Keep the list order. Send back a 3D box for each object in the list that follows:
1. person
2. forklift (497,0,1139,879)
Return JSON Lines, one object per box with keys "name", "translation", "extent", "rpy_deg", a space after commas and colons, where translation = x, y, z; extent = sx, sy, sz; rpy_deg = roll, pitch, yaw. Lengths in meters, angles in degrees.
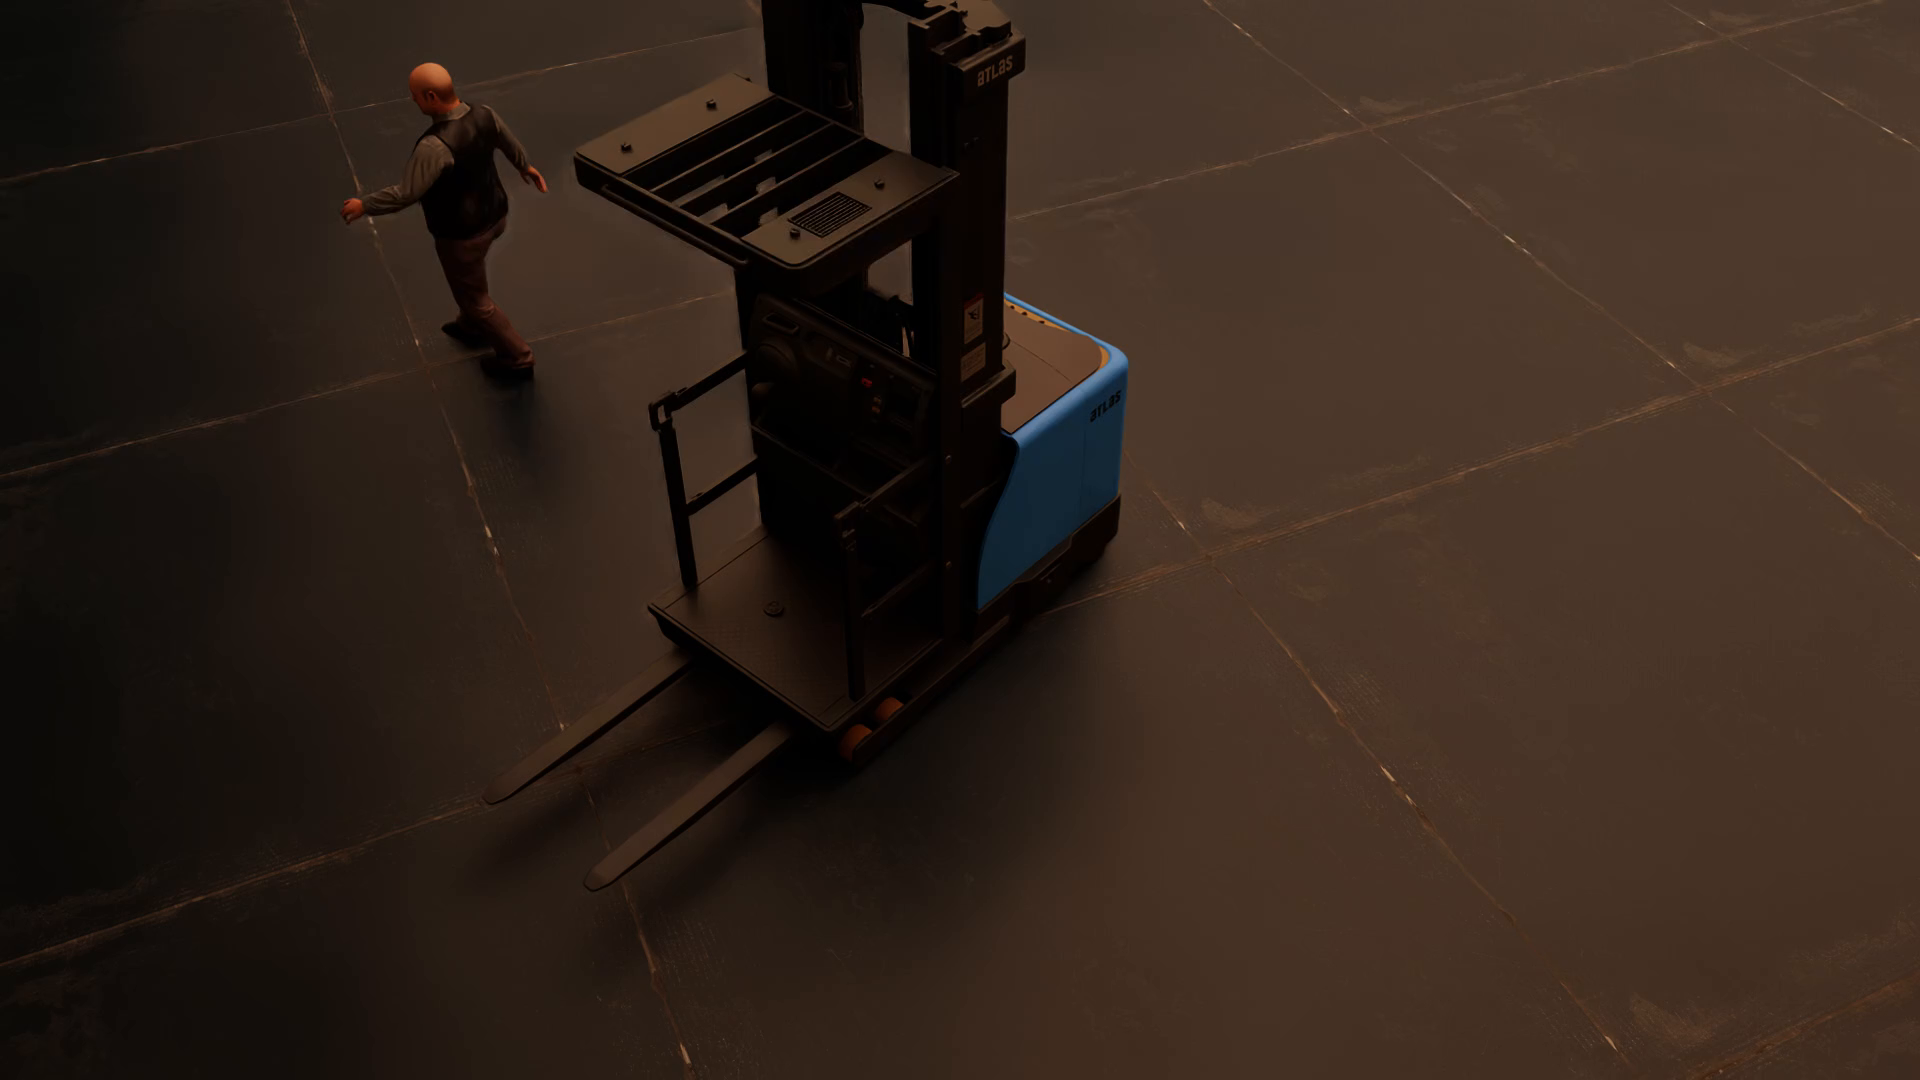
{"name": "person", "translation": [-2.542, -1.639, 8.355], "extent": [0.756, 1.701, 0.943], "rpy_deg": [16, 45, 17]}
{"name": "forklift", "translation": [-0.558, -0.581, 6.302], "extent": [1.130, 2.935, 3.031], "rpy_deg": [31, 51, 29]}
